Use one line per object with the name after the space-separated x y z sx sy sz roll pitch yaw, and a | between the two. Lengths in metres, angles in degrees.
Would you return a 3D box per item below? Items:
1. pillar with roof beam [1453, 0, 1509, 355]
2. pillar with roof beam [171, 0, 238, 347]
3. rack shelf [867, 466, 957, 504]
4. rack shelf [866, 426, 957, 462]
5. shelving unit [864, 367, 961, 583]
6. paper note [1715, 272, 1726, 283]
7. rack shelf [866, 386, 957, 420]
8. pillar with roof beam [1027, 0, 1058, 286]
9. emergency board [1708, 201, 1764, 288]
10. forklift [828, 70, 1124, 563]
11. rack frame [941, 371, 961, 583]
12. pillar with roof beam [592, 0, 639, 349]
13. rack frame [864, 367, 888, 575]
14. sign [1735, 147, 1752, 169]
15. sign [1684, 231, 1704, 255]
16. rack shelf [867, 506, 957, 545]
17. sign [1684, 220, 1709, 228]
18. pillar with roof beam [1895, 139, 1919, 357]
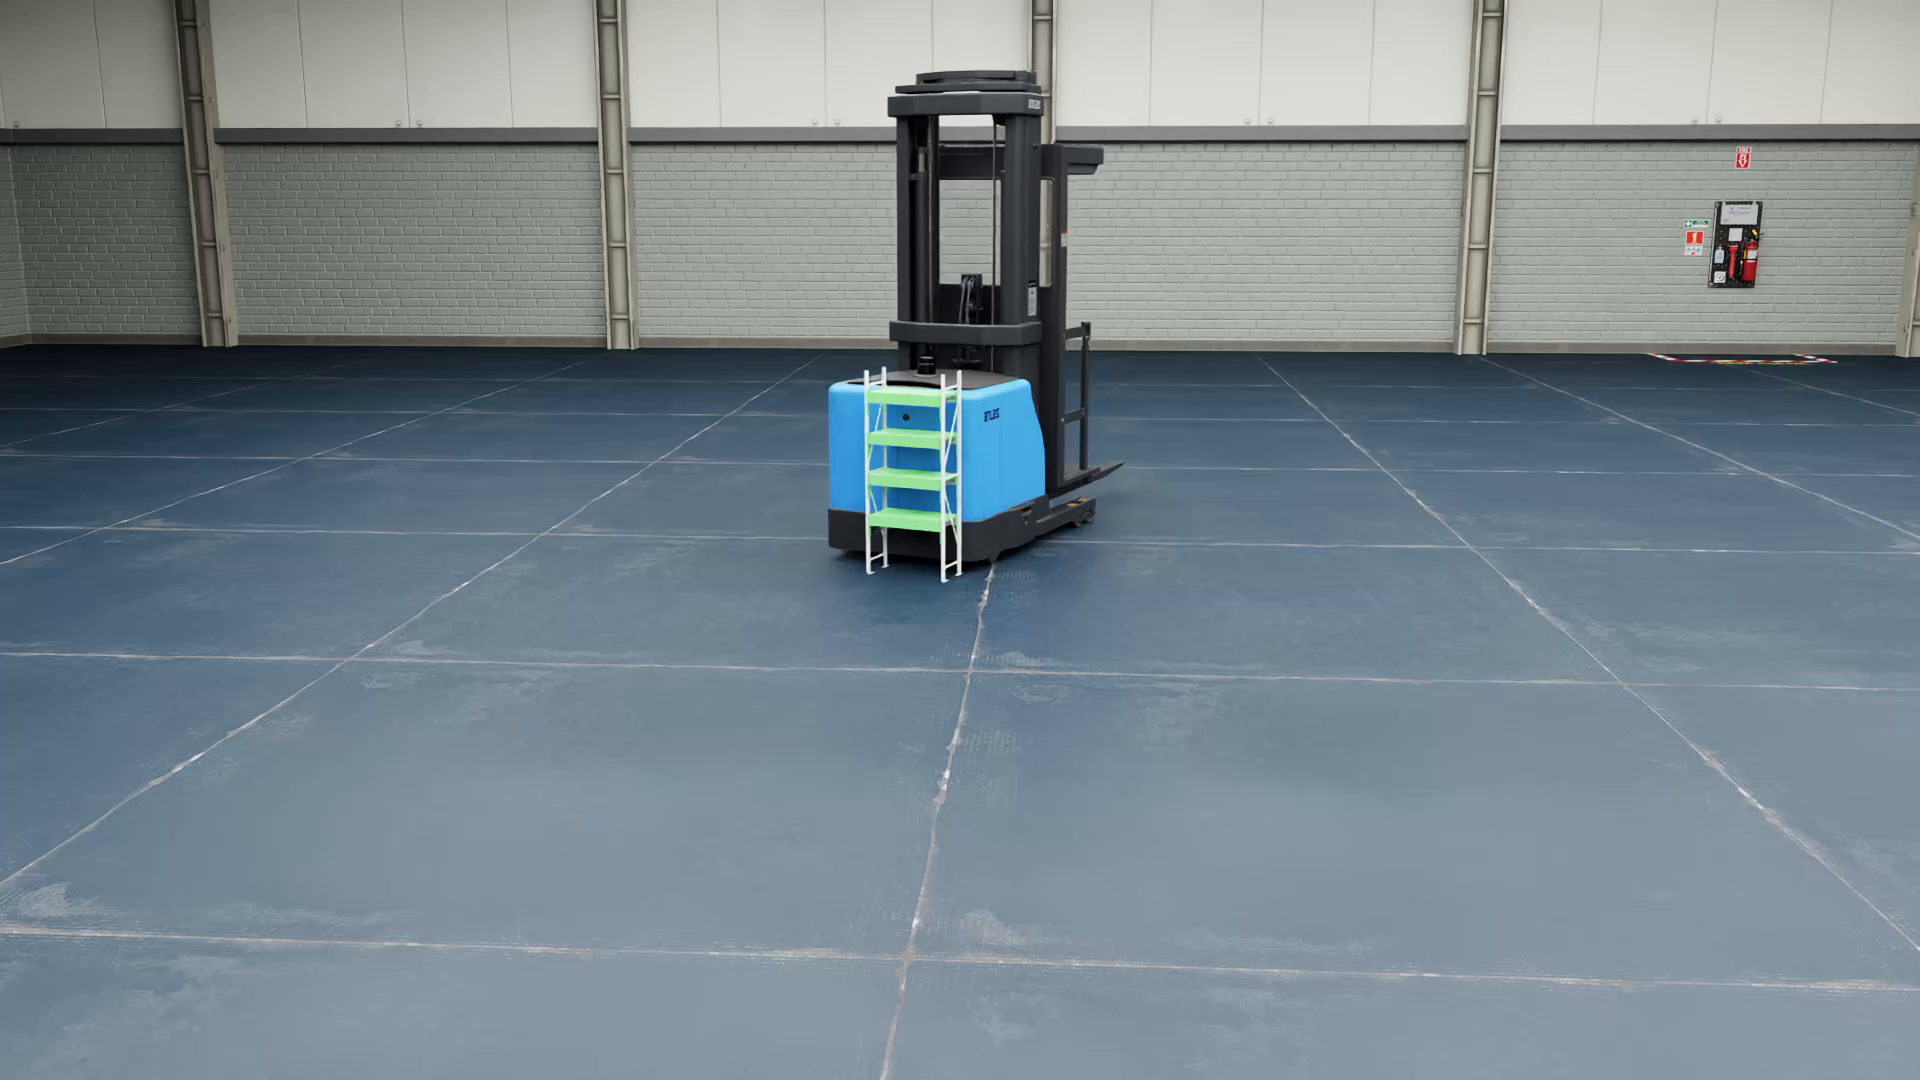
6.827 -6.131 18.101 0.400 9.000 9.100 1 12 4 | pillar with roof beam
-11.133 -6.378 19.278 0.400 9.000 9.100 1 12 4 | pillar with roof beam
-0.271 -0.322 9.688 0.480 0.148 0.258 5 13 24 | rack shelf
-0.271 -0.557 9.639 0.480 0.148 0.258 5 13 24 | rack shelf
-0.271 -0.384 9.675 0.503 1.200 0.258 5 13 24 | shelving unit
10.466 -3.619 22.895 0.142 0.148 0.016 1 12 4 | paper note
-0.271 -0.792 9.589 0.480 0.148 0.258 5 13 24 | rack shelf
0.840 -6.213 18.493 0.400 9.000 9.100 1 12 4 | pillar with roof beam
10.638 -4.034 22.726 0.643 1.169 0.194 1 12 4 | emergency board
0.279 -1.554 11.040 1.130 2.935 3.031 6 13 25 | forklift
-0.050 -0.363 9.574 0.015 1.200 0.240 5 13 24 | rack frame
-5.147 -6.295 18.886 0.400 9.000 9.100 1 12 4 | pillar with roof beam
-0.492 -0.405 9.776 0.015 1.200 0.240 5 13 24 | rack frame
10.636 -5.189 22.586 0.199 0.298 0.001 1 12 4 | sign
10.093 -4.080 22.859 0.234 0.329 0.001 1 12 4 | sign
-0.271 -0.087 9.737 0.480 0.148 0.258 5 13 24 | rack shelf
10.097 -4.337 22.796 0.331 0.109 0.001 1 12 4 | sign
12.813 -6.049 17.708 0.400 9.000 9.100 1 12 4 | pillar with roof beam
